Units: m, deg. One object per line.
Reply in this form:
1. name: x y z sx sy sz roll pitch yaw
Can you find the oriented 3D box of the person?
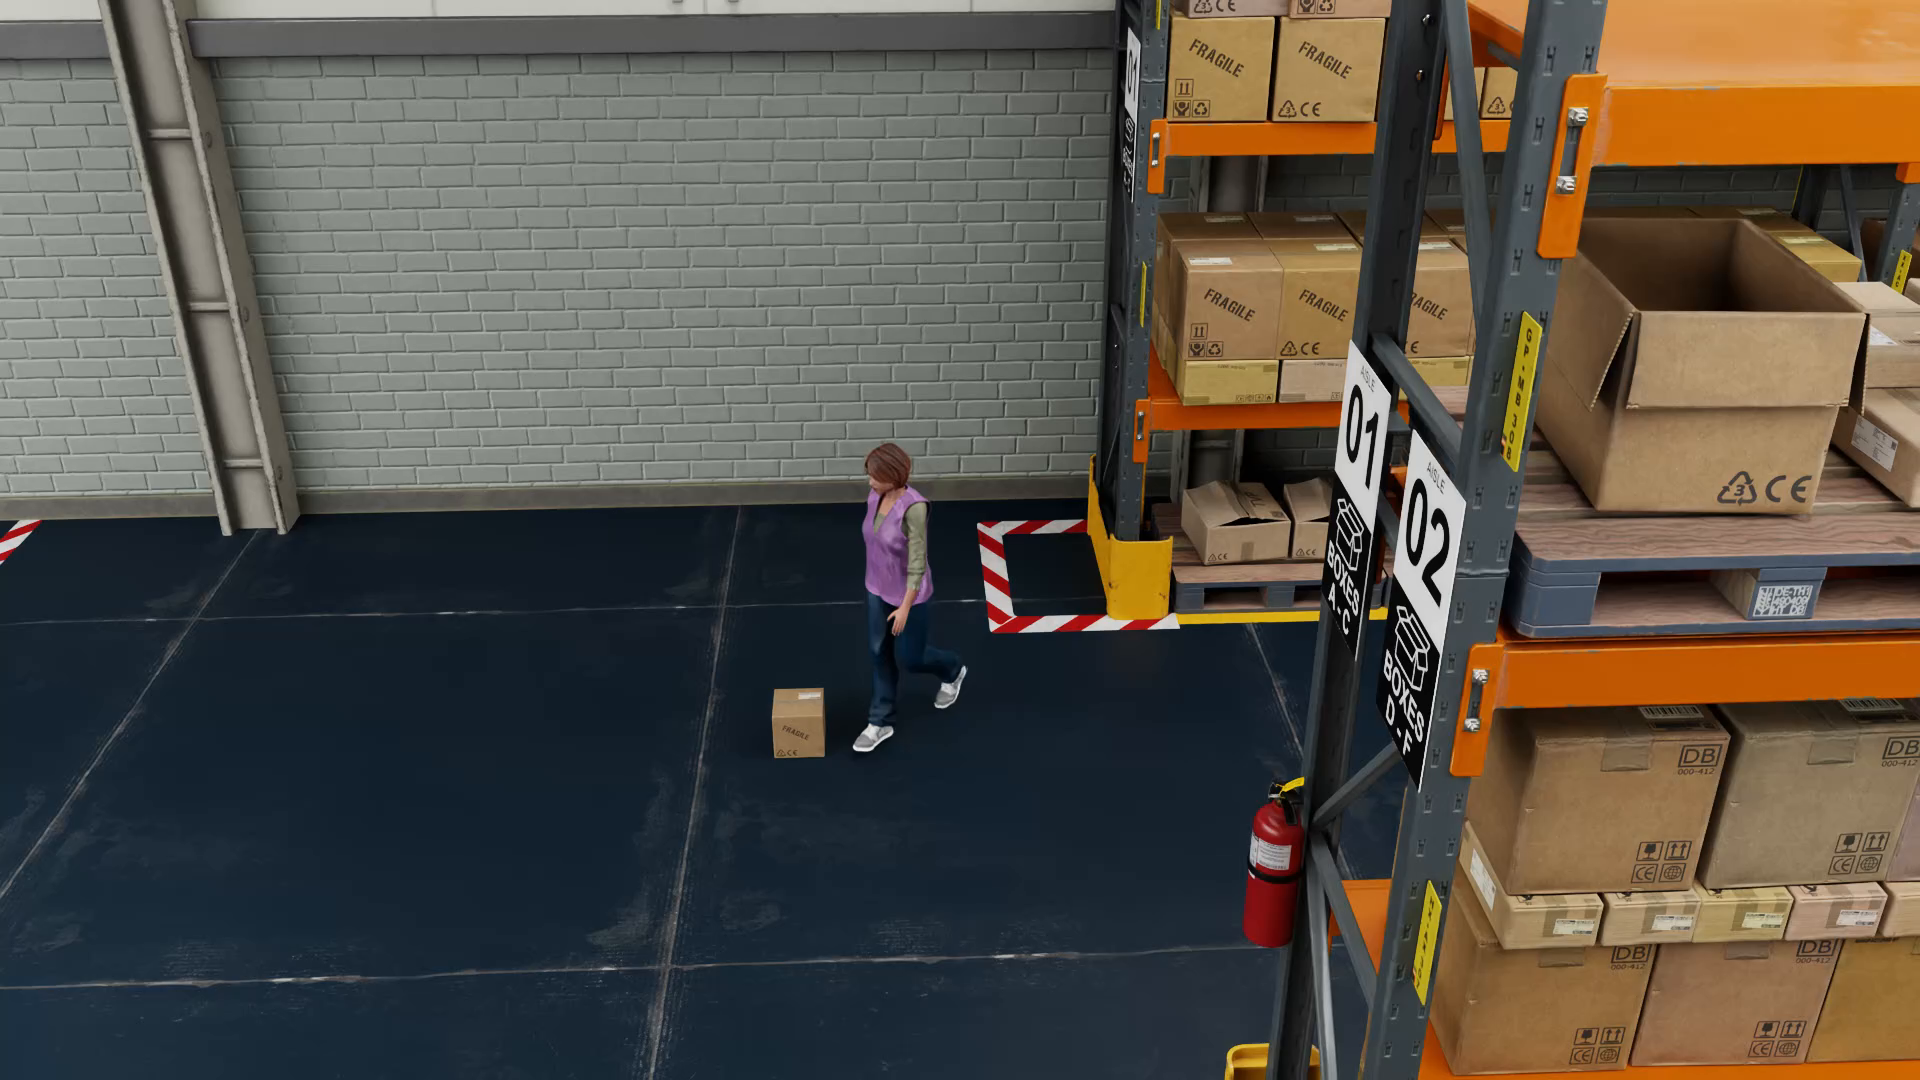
1. person: -0.274 0.248 8.160 0.420 1.583 0.724 23 36 37
